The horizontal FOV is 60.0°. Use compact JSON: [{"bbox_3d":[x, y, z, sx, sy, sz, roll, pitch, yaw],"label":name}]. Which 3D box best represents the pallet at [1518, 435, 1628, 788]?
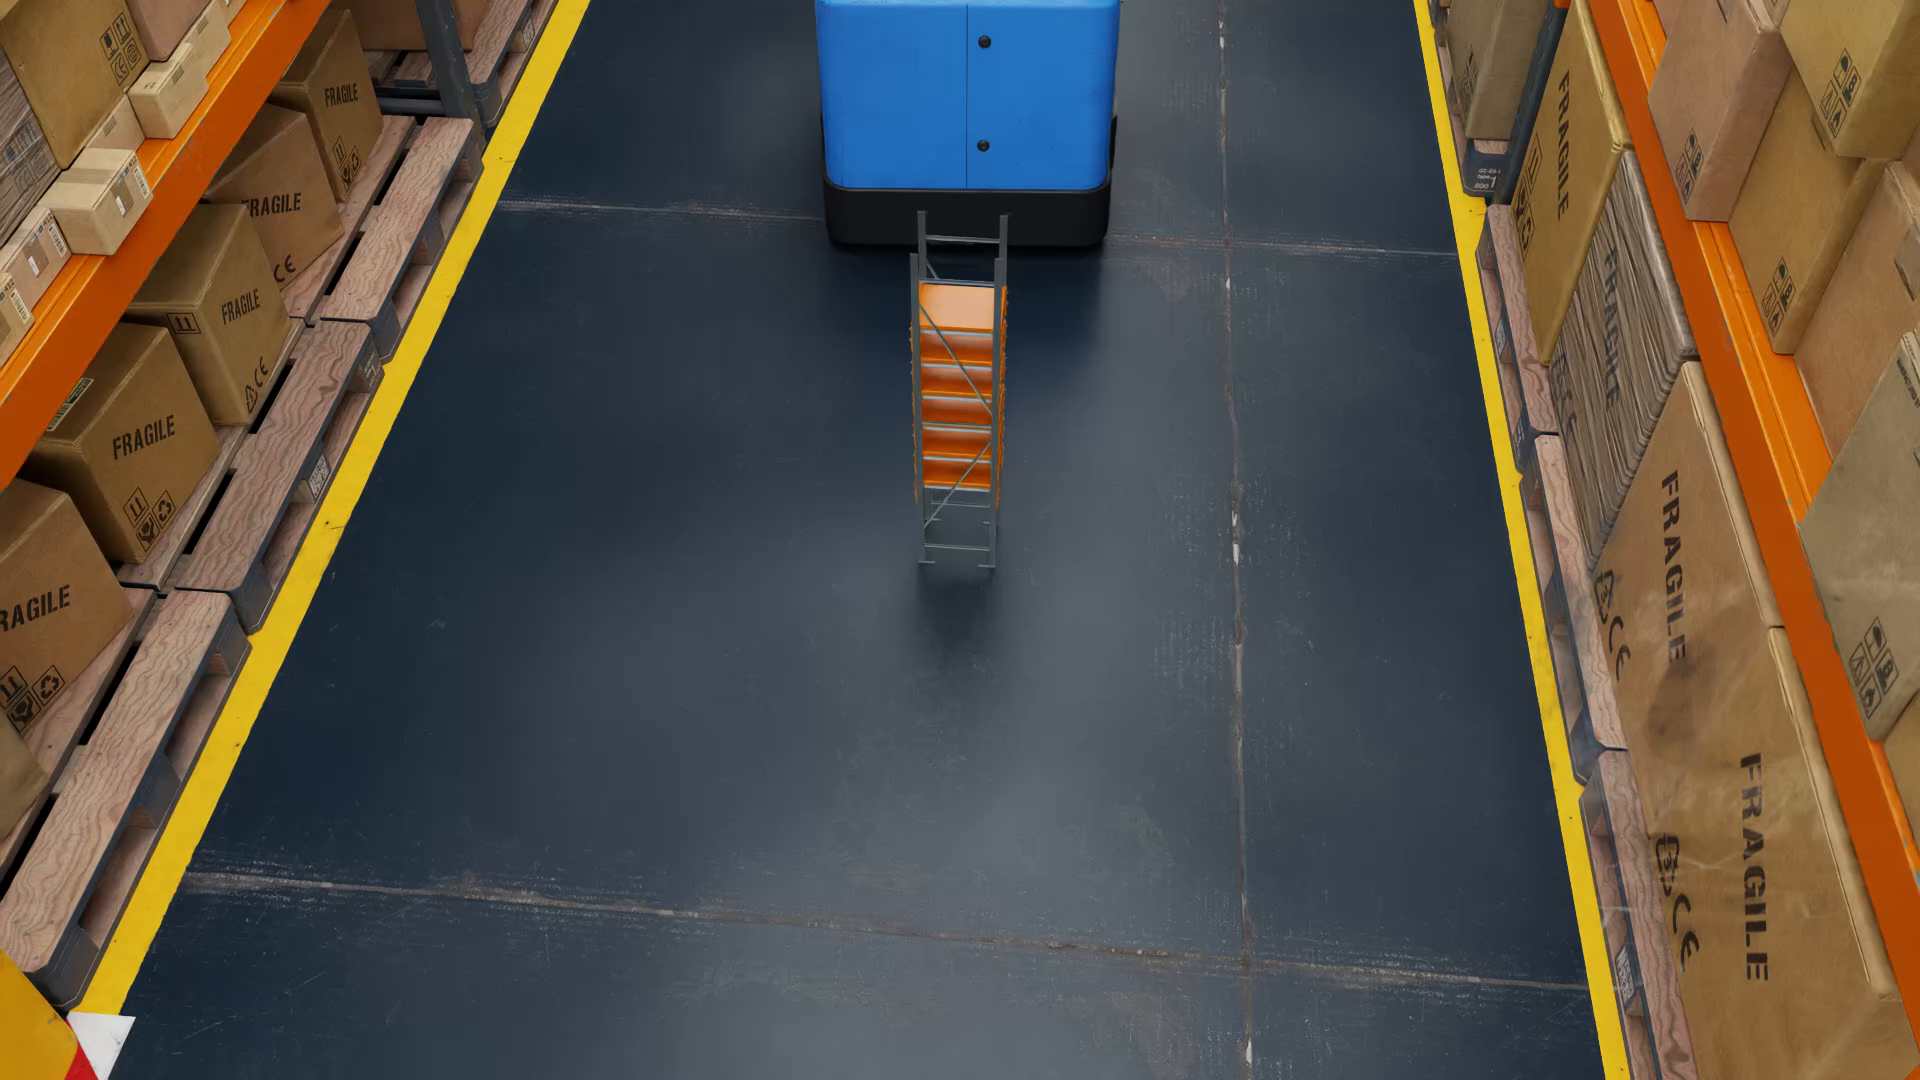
[{"bbox_3d":[2.264,0.210,4.915,1.003,0.211,1.213,4,48,4],"label":"pallet"}]

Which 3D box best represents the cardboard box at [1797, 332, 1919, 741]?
[{"bbox_3d":[2.172,0.024,3.094,0.875,0.550,0.550,4,48,4],"label":"cardboard box"}]

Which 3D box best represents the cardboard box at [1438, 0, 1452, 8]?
[{"bbox_3d":[2.578,-2.737,6.961,1.050,0.750,0.750,4,48,4],"label":"cardboard box"}]

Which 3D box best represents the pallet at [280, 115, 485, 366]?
[{"bbox_3d":[-2.436,-1.155,6.163,1.003,0.211,1.213,4,48,4],"label":"pallet"}]

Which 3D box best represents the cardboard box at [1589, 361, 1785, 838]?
[{"bbox_3d":[2.229,0.181,4.207,0.875,0.875,0.875,3,48,3],"label":"cardboard box"}]

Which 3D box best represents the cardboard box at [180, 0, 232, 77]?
[{"bbox_3d":[-2.301,-1.414,4.681,0.380,0.149,0.250,4,48,4],"label":"cardboard box"}]

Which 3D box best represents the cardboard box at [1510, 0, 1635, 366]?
[{"bbox_3d":[2.393,-1.151,5.425,0.875,0.875,0.875,5,48,4],"label":"cardboard box"}]

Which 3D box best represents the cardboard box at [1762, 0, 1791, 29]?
[{"bbox_3d":[2.331,-1.531,3.784,0.875,0.550,0.550,4,48,4],"label":"cardboard box"}]

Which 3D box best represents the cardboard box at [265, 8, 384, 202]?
[{"bbox_3d":[-2.487,-1.599,6.089,0.500,0.500,0.500,3,48,2],"label":"cardboard box"}]

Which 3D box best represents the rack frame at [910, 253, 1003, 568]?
[{"bbox_3d":[-0.010,-0.327,4.736,0.240,1.200,0.006,4,48,4],"label":"rack frame"}]

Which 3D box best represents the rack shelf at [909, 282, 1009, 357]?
[{"bbox_3d":[-0.001,-0.607,4.565,0.258,0.103,0.180,4,48,4],"label":"rack shelf"}]

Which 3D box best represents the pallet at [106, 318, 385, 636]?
[{"bbox_3d":[-2.545,-0.256,5.341,1.003,0.211,1.213,4,48,4],"label":"pallet"}]

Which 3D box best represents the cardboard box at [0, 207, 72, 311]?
[{"bbox_3d":[-2.404,-0.680,4.009,0.380,0.149,0.250,4,48,4],"label":"cardboard box"}]

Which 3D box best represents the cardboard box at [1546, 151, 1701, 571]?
[{"bbox_3d":[2.314,-0.488,4.819,0.875,0.875,0.875,4,48,4],"label":"cardboard box"}]

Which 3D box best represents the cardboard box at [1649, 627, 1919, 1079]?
[{"bbox_3d":[2.151,0.828,3.615,0.875,0.875,0.875,4,48,4],"label":"cardboard box"}]

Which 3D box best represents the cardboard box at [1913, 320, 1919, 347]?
[{"bbox_3d":[2.186,-0.340,2.695,0.875,0.550,0.550,4,48,4],"label":"cardboard box"}]

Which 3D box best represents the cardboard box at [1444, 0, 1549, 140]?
[{"bbox_3d":[2.487,-2.029,6.313,1.050,0.750,0.750,4,48,3],"label":"cardboard box"}]

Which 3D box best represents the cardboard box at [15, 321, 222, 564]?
[{"bbox_3d":[-2.605,-0.309,4.909,0.500,0.500,0.500,8,48,7],"label":"cardboard box"}]

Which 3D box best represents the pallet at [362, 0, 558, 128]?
[{"bbox_3d":[-2.341,-2.223,7.140,1.003,0.211,1.213,4,48,4],"label":"pallet"}]

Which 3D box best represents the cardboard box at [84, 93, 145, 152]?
[{"bbox_3d":[-2.388,-1.049,4.347,0.380,0.149,0.250,4,48,4],"label":"cardboard box"}]

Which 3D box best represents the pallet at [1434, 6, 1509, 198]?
[{"bbox_3d":[2.515,-1.815,6.767,1.003,0.211,1.213,4,48,4],"label":"pallet"}]

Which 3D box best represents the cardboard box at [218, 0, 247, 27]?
[{"bbox_3d":[-2.318,-1.600,4.851,0.380,0.149,0.250,4,48,4],"label":"cardboard box"}]

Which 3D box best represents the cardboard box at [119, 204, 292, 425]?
[{"bbox_3d":[-2.510,-0.716,5.281,0.500,0.500,0.500,0,48,0],"label":"cardboard box"}]

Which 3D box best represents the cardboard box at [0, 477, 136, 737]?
[{"bbox_3d":[-2.681,0.150,4.489,0.500,0.500,0.500,15,49,14],"label":"cardboard box"}]

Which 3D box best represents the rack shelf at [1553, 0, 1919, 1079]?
[{"bbox_3d":[2.337,-0.471,4.136,1.077,0.370,4.000,4,48,4],"label":"rack shelf"}]

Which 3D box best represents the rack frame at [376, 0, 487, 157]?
[{"bbox_3d":[-2.410,-2.592,5.588,1.000,3.000,0.127,4,48,4],"label":"rack frame"}]

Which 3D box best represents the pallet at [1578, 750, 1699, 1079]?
[{"bbox_3d":[2.150,1.104,4.097,1.003,0.211,1.213,4,48,4],"label":"pallet"}]

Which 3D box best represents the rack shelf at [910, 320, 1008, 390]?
[{"bbox_3d":[-0.001,-0.526,4.653,0.258,0.103,0.180,4,48,4],"label":"rack shelf"}]

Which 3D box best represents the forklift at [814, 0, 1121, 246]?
[{"bbox_3d":[0.049,-3.148,6.143,1.130,2.935,3.031,1,48,1],"label":"forklift"}]

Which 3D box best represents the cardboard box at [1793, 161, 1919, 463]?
[{"bbox_3d":[2.348,-0.380,3.463,0.875,0.550,0.550,4,48,4],"label":"cardboard box"}]

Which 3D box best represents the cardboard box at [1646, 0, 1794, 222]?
[{"bbox_3d":[2.304,-1.168,4.184,0.875,0.550,0.550,4,48,4],"label":"cardboard box"}]

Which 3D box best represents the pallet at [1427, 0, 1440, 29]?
[{"bbox_3d":[2.624,-2.714,7.589,1.003,0.211,1.213,4,48,4],"label":"pallet"}]

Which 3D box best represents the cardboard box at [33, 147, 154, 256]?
[{"bbox_3d":[-2.278,-0.857,4.171,0.380,0.149,0.250,4,48,4],"label":"cardboard box"}]

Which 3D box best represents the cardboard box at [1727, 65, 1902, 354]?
[{"bbox_3d":[2.355,-0.772,3.821,0.875,0.550,0.500,4,48,4],"label":"cardboard box"}]

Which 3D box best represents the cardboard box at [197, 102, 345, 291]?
[{"bbox_3d":[-2.531,-1.177,5.703,0.500,0.500,0.500,18,50,16],"label":"cardboard box"}]

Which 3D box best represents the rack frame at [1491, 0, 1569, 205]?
[{"bbox_3d":[2.520,-2.184,5.215,1.000,3.000,0.127,4,48,4],"label":"rack frame"}]

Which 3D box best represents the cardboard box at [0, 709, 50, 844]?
[{"bbox_3d":[-2.701,0.592,4.085,0.500,0.500,0.500,12,49,11],"label":"cardboard box"}]

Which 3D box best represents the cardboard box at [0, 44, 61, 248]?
[{"bbox_3d":[-2.683,-0.929,3.797,0.875,0.500,0.500,4,48,4],"label":"cardboard box"}]

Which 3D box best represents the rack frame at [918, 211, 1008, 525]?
[{"bbox_3d":[0.007,-0.462,4.859,0.240,1.200,0.006,4,48,4],"label":"rack frame"}]

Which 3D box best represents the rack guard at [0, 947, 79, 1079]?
[{"bbox_3d":[-2.768,1.135,3.873,1.175,0.500,0.348,4,48,4],"label":"rack guard"}]

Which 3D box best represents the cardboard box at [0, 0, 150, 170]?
[{"bbox_3d":[-2.626,-1.295,4.133,0.875,0.500,0.500,4,48,4],"label":"cardboard box"}]

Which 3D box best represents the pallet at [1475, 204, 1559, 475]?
[{"bbox_3d":[2.373,-0.689,5.737,1.003,0.211,1.213,4,48,4],"label":"pallet"}]

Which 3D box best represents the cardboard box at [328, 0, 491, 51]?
[{"bbox_3d":[-2.333,-2.346,6.759,0.700,0.500,0.500,1,48,1],"label":"cardboard box"}]

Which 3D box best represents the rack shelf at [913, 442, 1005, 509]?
[{"bbox_3d":[-0.001,-0.202,5.007,0.258,0.103,0.180,4,48,4],"label":"rack shelf"}]

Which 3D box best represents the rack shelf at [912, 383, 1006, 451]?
[{"bbox_3d":[-0.001,-0.364,4.830,0.258,0.103,0.180,4,48,4],"label":"rack shelf"}]

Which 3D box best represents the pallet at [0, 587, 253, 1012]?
[{"bbox_3d":[-2.659,0.638,4.523,1.003,0.211,1.213,4,48,4],"label":"pallet"}]

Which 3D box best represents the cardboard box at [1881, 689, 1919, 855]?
[{"bbox_3d":[2.144,0.429,2.723,0.875,0.550,0.550,4,48,4],"label":"cardboard box"}]

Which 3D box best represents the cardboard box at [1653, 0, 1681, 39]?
[{"bbox_3d":[2.470,-1.557,4.540,0.875,0.550,0.550,4,48,4],"label":"cardboard box"}]

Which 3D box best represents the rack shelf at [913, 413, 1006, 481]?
[{"bbox_3d":[-0.001,-0.283,4.919,0.258,0.103,0.180,4,48,4],"label":"rack shelf"}]

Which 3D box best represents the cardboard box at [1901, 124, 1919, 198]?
[{"bbox_3d":[2.372,-0.742,3.063,0.875,0.550,0.550,4,48,4],"label":"cardboard box"}]

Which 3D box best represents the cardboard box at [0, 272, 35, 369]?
[{"bbox_3d":[-2.400,-0.494,3.840,0.380,0.149,0.250,4,48,4],"label":"cardboard box"}]

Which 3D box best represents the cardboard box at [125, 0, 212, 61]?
[{"bbox_3d":[-2.539,-1.660,4.466,0.875,0.500,0.500,4,48,4],"label":"cardboard box"}]

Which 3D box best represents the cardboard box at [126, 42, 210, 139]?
[{"bbox_3d":[-2.289,-1.228,4.510,0.380,0.149,0.250,4,48,4],"label":"cardboard box"}]

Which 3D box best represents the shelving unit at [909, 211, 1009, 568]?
[{"bbox_3d":[-0.001,-0.394,4.798,0.258,1.200,0.189,4,48,4],"label":"shelving unit"}]

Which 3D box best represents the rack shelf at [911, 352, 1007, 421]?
[{"bbox_3d":[-0.001,-0.445,4.742,0.258,0.103,0.180,4,48,4],"label":"rack shelf"}]

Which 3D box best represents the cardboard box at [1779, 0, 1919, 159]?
[{"bbox_3d":[2.291,-1.141,3.427,0.875,0.550,0.500,4,48,4],"label":"cardboard box"}]
